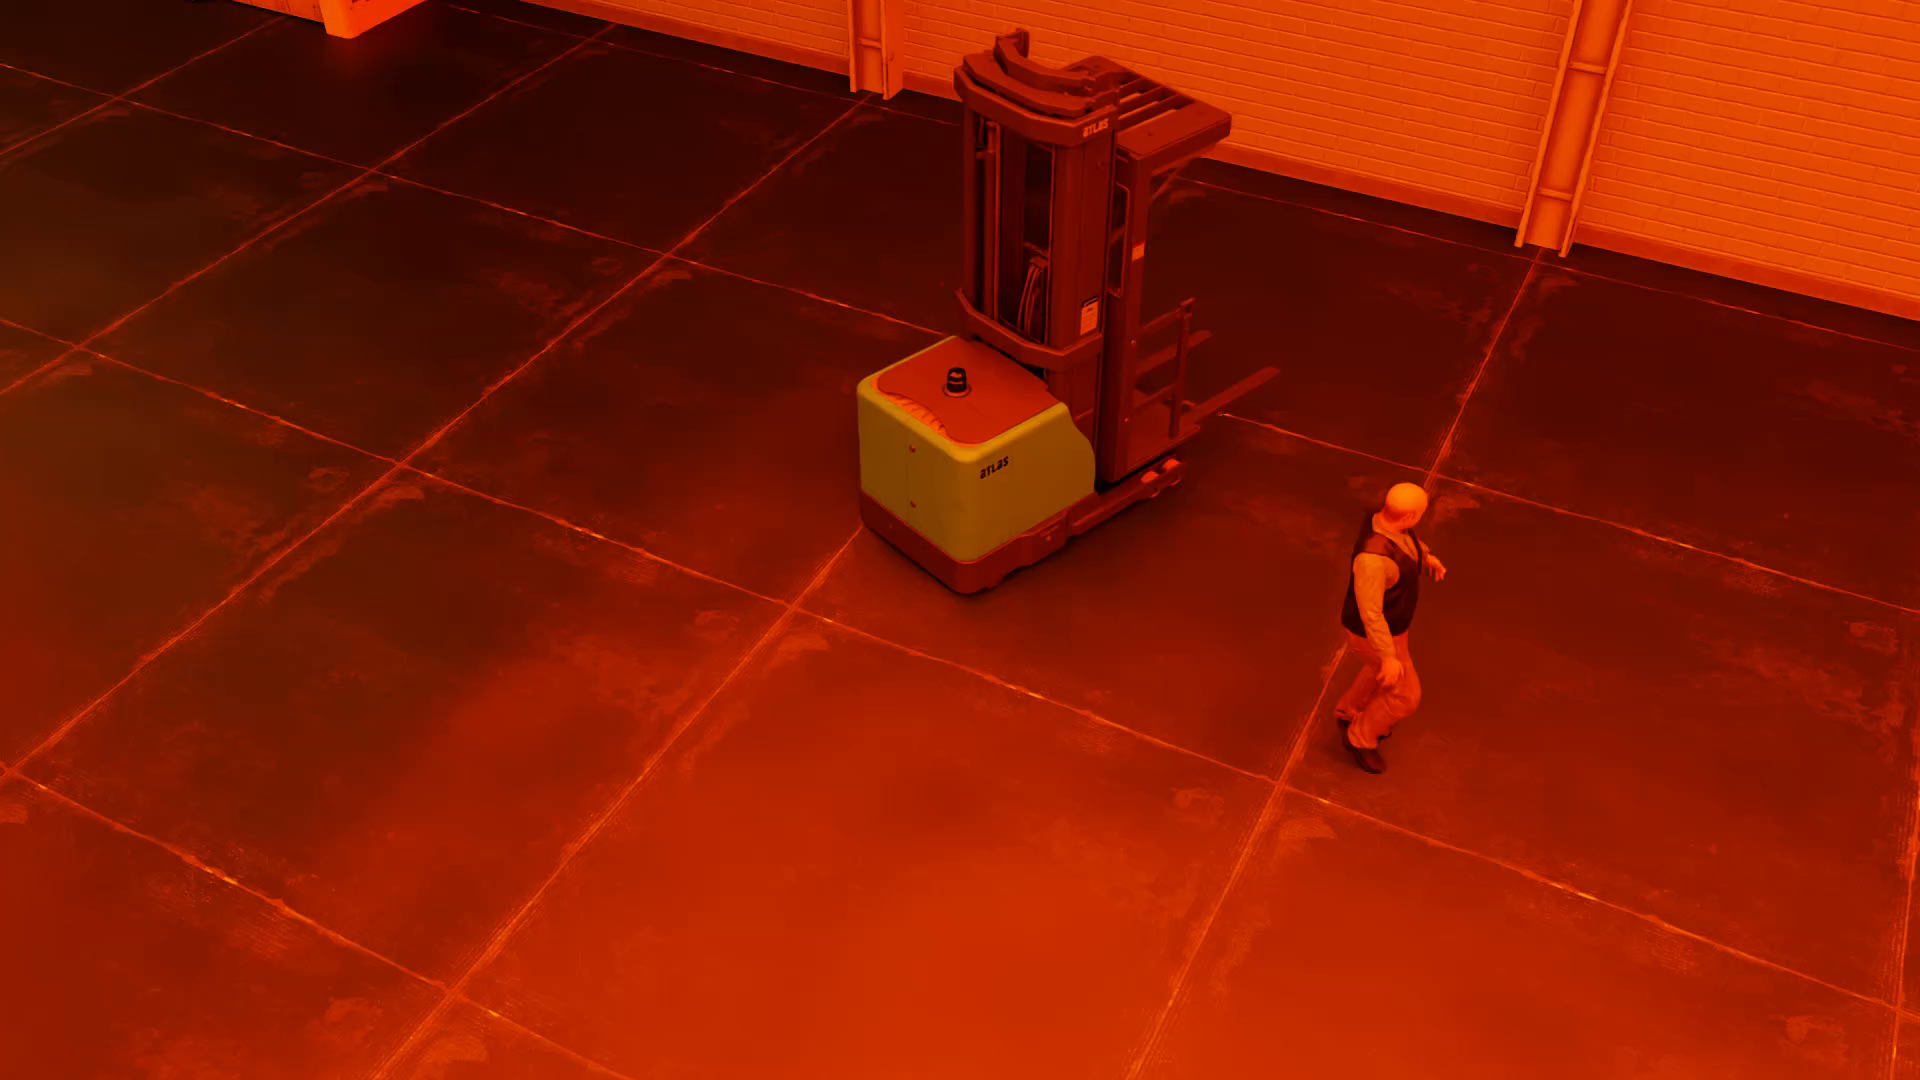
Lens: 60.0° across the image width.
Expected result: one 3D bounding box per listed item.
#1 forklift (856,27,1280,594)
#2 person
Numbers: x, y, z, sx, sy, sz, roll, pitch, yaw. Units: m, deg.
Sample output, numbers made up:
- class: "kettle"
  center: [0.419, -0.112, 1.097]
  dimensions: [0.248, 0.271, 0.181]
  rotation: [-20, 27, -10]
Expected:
- class: "forklift"
  center: [0.818, -1.619, 9.909]
  dimensions: [3.031, 2.935, 1.130]
  rotation: [-30, 48, -30]
- class: "person"
  center: [2.198, 0.457, 8.518]
  dimensions: [0.497, 1.616, 0.843]
  rotation: [17, 43, 19]
